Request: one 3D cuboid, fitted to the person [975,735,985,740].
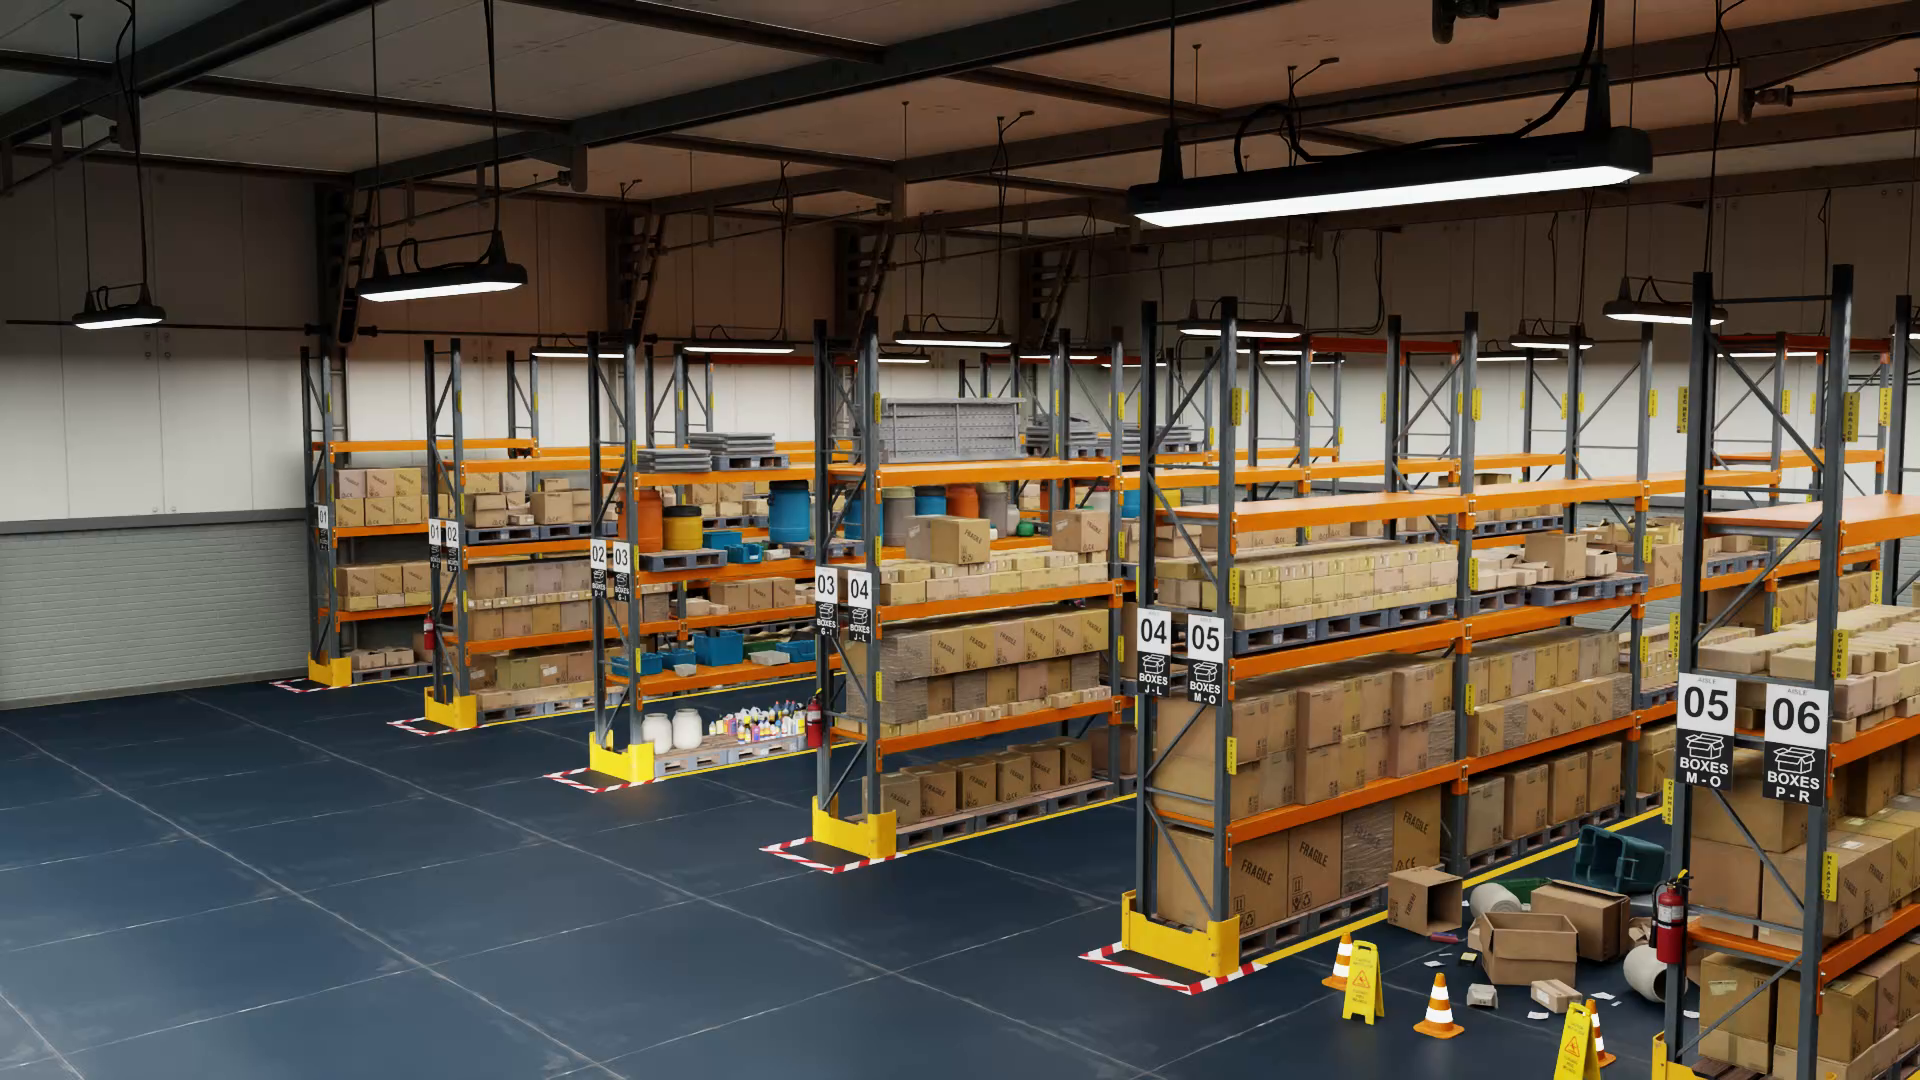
[{"bbox_3d":[-0.061,2.163,24.724,1.144,1.656,0.576,-3,6,-35],"label":"person"}]

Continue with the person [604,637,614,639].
[{"bbox_3d":[-6.455,1.739,29.747,0.543,1.656,0.805,3,6,31],"label":"person"}]
